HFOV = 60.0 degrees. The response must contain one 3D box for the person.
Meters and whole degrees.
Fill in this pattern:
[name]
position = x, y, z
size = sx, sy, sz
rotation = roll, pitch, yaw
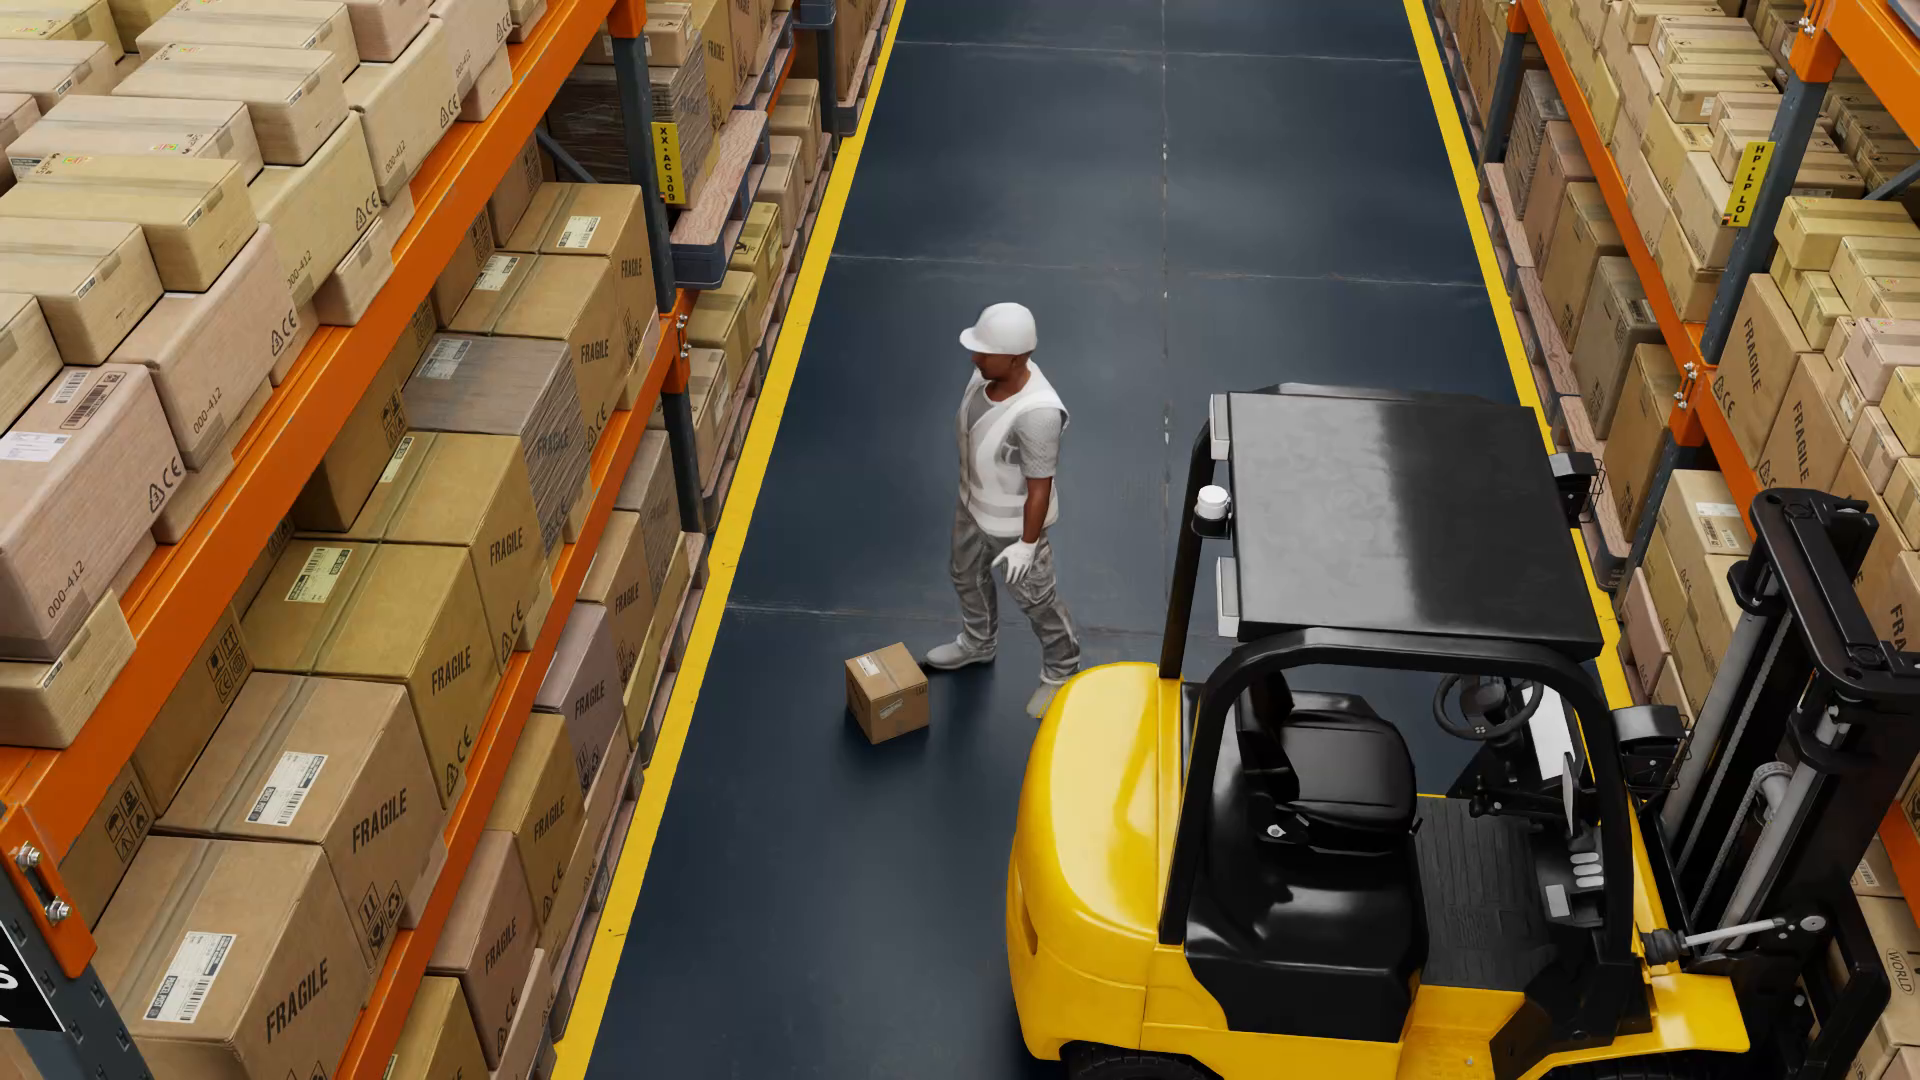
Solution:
[person]
position = 0.179, -0.108, 6.293
size = 0.544, 1.800, 0.563
rotation = -16, 42, -18
